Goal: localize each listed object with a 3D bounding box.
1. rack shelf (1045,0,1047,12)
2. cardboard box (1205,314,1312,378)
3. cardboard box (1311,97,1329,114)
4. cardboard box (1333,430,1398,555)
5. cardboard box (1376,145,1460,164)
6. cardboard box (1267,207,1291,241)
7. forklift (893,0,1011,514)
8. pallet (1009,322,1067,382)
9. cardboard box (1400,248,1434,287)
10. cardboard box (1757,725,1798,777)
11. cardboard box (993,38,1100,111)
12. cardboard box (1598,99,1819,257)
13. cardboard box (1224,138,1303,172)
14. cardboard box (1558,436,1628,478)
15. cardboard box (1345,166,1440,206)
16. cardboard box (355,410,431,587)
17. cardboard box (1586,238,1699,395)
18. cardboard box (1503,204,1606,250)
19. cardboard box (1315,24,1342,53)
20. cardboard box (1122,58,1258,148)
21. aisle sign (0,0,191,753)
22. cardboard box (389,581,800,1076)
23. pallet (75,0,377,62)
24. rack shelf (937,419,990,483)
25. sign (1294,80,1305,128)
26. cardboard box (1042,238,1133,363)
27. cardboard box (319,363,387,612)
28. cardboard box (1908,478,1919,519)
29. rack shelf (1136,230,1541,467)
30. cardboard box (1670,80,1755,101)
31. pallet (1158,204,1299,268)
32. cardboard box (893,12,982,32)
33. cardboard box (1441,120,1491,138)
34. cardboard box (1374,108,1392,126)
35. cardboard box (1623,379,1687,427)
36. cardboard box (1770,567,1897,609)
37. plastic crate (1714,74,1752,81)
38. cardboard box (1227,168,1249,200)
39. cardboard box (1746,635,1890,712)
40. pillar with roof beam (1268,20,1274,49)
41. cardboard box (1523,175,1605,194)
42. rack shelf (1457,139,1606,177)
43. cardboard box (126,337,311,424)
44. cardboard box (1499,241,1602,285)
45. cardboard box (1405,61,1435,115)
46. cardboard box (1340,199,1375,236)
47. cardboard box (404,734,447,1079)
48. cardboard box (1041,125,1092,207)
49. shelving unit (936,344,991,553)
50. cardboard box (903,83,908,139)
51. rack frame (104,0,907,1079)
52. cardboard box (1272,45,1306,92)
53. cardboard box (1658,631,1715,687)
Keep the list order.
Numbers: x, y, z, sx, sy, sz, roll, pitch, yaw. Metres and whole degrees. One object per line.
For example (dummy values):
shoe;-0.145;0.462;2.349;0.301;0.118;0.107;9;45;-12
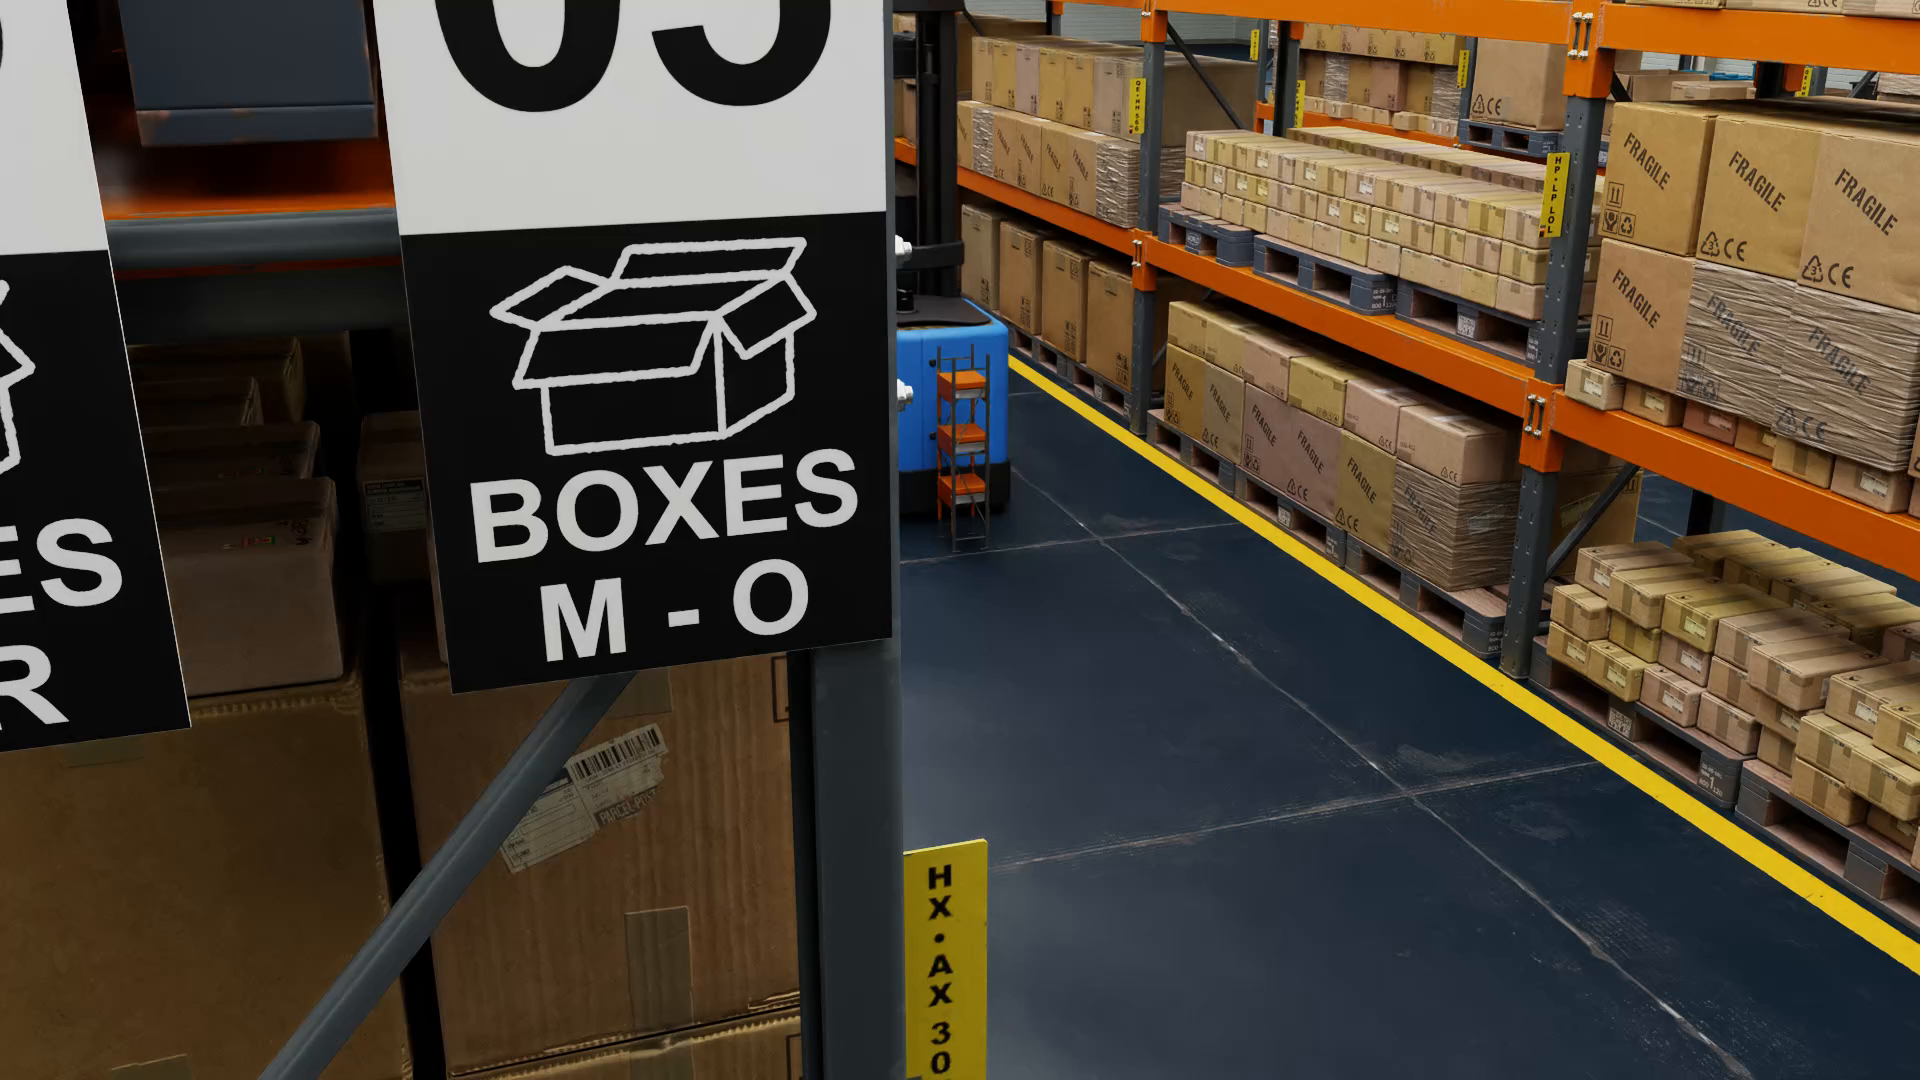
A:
rack shelf;-0.281;-5.152;15.450;1.077;0.370;4.000;-6;21;-17
cardboard box;1.751;-1.118;9.559;0.500;0.250;0.500;-7;21;-18
cardboard box;3.989;-4.657;17.817;0.380;0.149;0.250;-6;21;-17
cardboard box;2.229;-0.267;8.298;0.500;0.500;0.500;-7;21;-18
cardboard box;2.511;-2.076;9.130;0.380;0.149;0.250;-6;21;-17
cardboard box;1.895;-1.724;9.029;0.380;0.149;0.250;-6;21;-15
forklift;-0.622;-1.957;10.029;1.130;2.935;3.031;-6;21;-15
pallet;1.049;-1.493;12.761;1.003;0.211;1.213;-6;21;-17
cardboard box;2.312;-1.300;7.848;0.380;0.149;0.250;-7;21;-20
cardboard box;3.127;0.743;6.006;0.380;0.149;0.250;-7;21;-20
cardboard box;0.673;-3.631;12.962;0.700;0.500;0.500;-7;21;-18
cardboard box;2.772;-1.357;6.190;0.500;0.500;0.500;-6;21;-16
cardboard box;1.726;-2.179;9.416;0.380;0.149;0.250;-7;21;-18
cardboard box;2.880;-0.509;7.865;0.500;0.250;0.500;-7;21;-20
cardboard box;2.142;-1.756;8.238;0.380;0.149;0.250;-7;21;-20
cardboard box;-0.547;-0.071;2.090;0.380;0.149;0.250;-6;21;-16
cardboard box;2.778;-0.871;6.317;0.500;0.500;0.500;-7;21;-18
cardboard box;2.550;-1.338;7.073;0.380;0.149;0.250;-5;20;-15
cardboard box;4.054;-5.346;17.296;0.500;0.500;0.500;-6;21;-17
cardboard box;1.473;-2.816;10.693;0.700;0.500;0.500;-7;21;-17
aisle sign;-0.820;-0.196;1.178;0.394;0.787;0.004;-6;21;-17
cardboard box;-0.429;0.270;2.100;0.500;0.500;0.500;-7;21;-18
pallet;-1.179;-1.027;3.033;1.003;0.211;1.213;-6;21;-17
rack shelf;0.017;-0.467;8.695;0.215;0.259;0.240;-6;21;-17
sign;2.117;-2.722;10.462;0.100;0.325;0.005;-6;21;-17
cardboard box;1.221;-1.778;12.135;1.050;0.750;0.750;-6;21;-16
cardboard box;-1.270;0.001;2.849;0.500;0.500;0.500;-6;21;-17
cardboard box;3.229;-0.128;5.206;0.380;0.149;0.250;-6;21;-15
rack shelf;2.233;-1.173;8.810;1.077;0.370;4.000;-6;21;-17
cardboard box;5.867;-3.231;12.704;0.700;0.500;0.500;-3;20;-9
pallet;1.930;-1.846;9.903;1.213;0.211;1.003;-6;21;-17
cardboard box;-0.232;-4.659;15.632;0.875;0.550;0.500;-6;21;-17
cardboard box;4.741;-3.851;15.574;0.380;0.149;0.250;-6;21;-17
cardboard box;4.395;-4.258;16.705;0.380;0.149;0.250;-6;21;-17
cardboard box;2.792;-0.551;6.385;0.380;0.149;0.250;-6;21;-16
cardboard box;3.424;0.237;6.534;0.380;0.149;0.250;-7;21;-18
plastic crate;9.173;-5.334;19.549;0.499;0.251;0.408;-6;21;-17
cardboard box;1.740;-2.025;9.426;0.380;0.149;0.250;-7;21;-19
cardboard box;3.036;0.469;5.890;0.380;0.149;0.250;-6;21;-16
pillar with roof beam;5.463;-18.655;47.541;9.100;9.000;0.400;-6;21;-17
cardboard box;2.927;-1.657;7.961;0.380;0.149;0.250;-7;21;-18
rack shelf;5.716;-2.952;13.761;1.077;0.370;4.000;-6;21;-17
cardboard box;-1.155;-0.183;2.402;0.380;0.149;0.250;-6;21;-16
cardboard box;2.549;-1.196;7.120;0.380;0.149;0.250;-6;21;-16
cardboard box;4.881;-4.434;16.236;0.875;0.500;0.500;-6;21;-17
cardboard box;2.132;-1.619;8.297;0.380;0.149;0.250;-6;21;-17
cardboard box;-0.612;0.581;2.714;0.500;0.500;0.500;-7;21;-18
cardboard box;0.896;-2.637;11.674;0.500;0.500;0.500;-7;21;-18
shelving unit;0.017;-0.477;8.691;0.215;1.050;0.252;-6;21;-17
cardboard box;-0.032;-3.985;15.352;0.875;0.550;0.550;-6;21;-17
rack frame;-0.551;0.972;1.772;0.949;2.616;0.053;-6;21;-17
cardboard box;3.977;-5.223;18.433;0.875;0.500;0.500;-6;21;-17
cardboard box;2.948;0.430;6.437;0.380;0.149;0.250;-7;21;-18
